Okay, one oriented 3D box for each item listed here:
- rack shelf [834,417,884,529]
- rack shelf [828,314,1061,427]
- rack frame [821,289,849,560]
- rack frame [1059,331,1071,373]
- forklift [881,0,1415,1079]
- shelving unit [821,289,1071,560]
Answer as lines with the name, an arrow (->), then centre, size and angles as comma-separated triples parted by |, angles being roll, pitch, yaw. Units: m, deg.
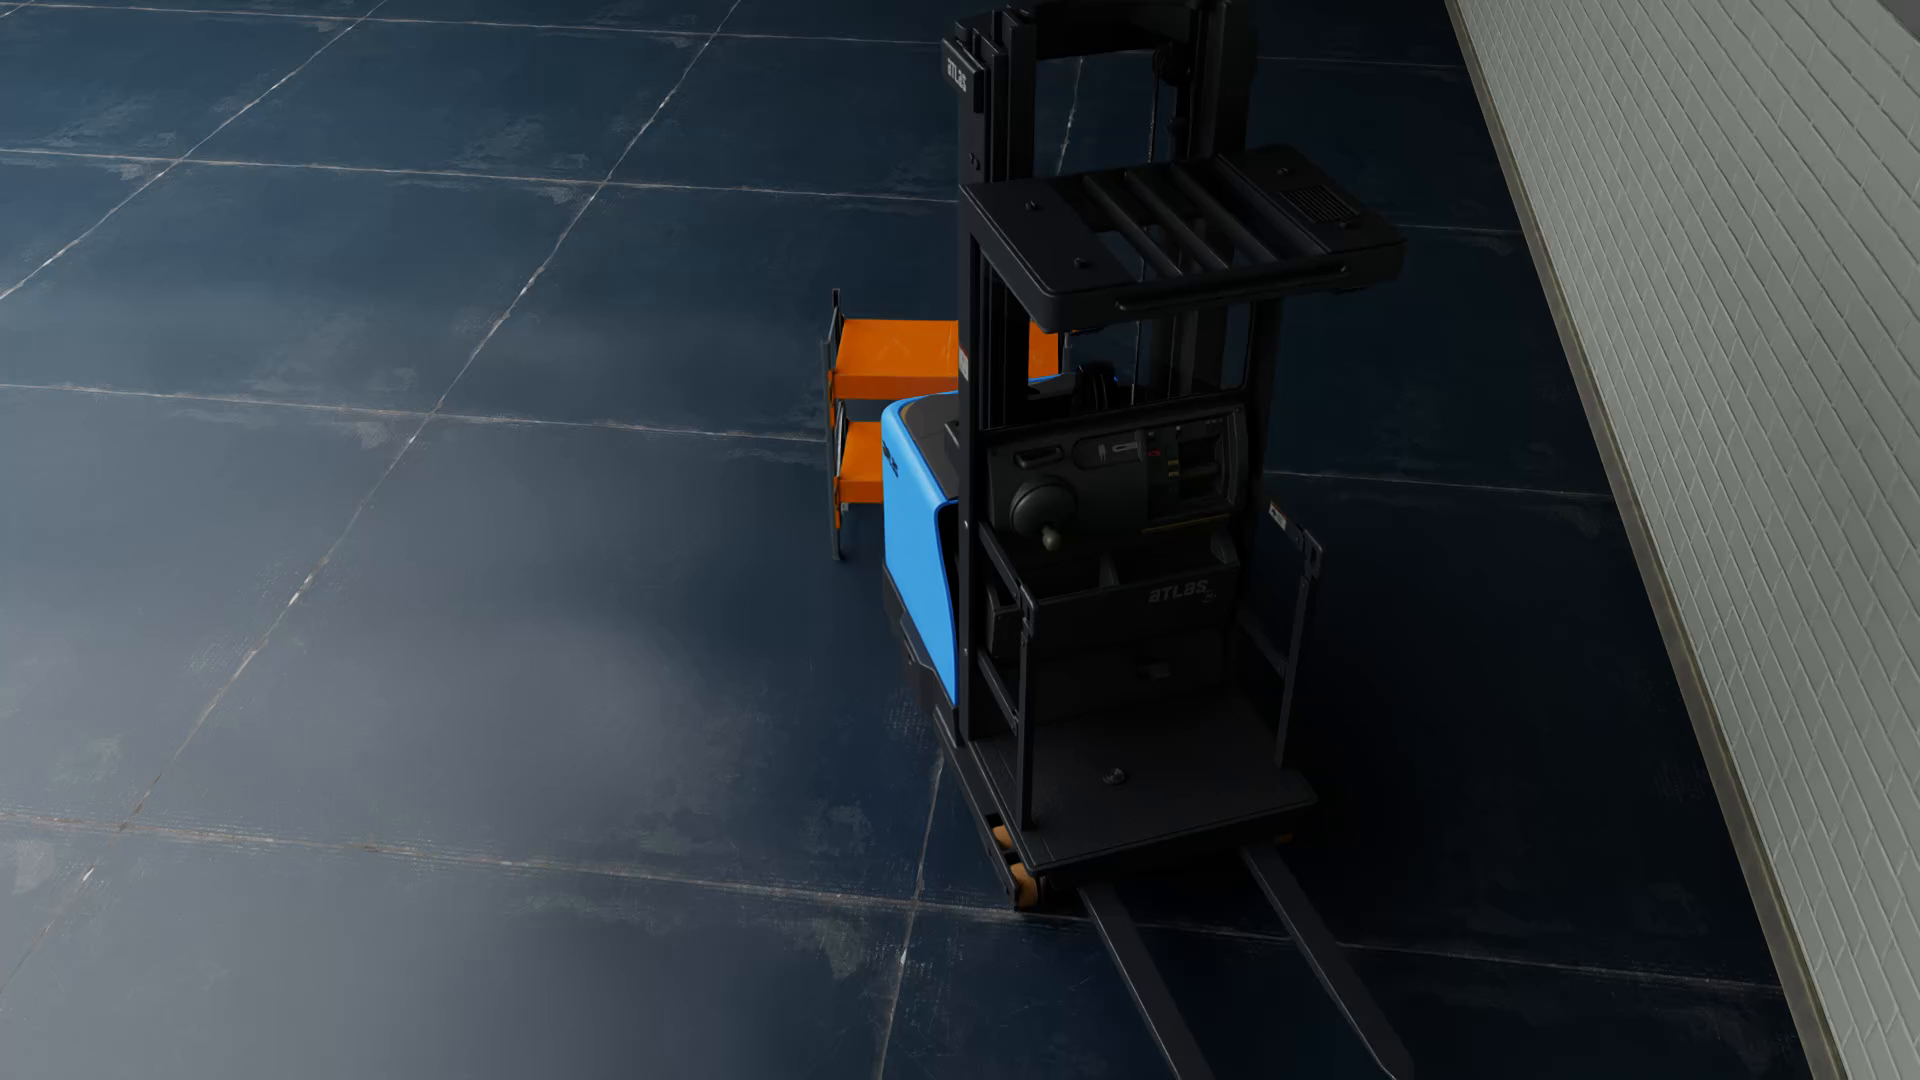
rack shelf -> -0.050, -0.301, 7.624 | 1.000, 0.278, 0.538 | 1, 36, 2
rack shelf -> -0.050, -0.738, 7.312 | 1.000, 0.278, 0.538 | 1, 36, 2
rack frame -> -0.557, -0.512, 7.499 | 0.032, 1.125, 0.500 | 1, 36, 2
rack frame -> 0.458, -0.488, 7.465 | 0.032, 1.125, 0.500 | 1, 36, 2
forklift -> 0.606, -0.149, 5.435 | 1.130, 2.935, 3.031 | -11, 37, -15
shelving unit -> -0.050, -0.500, 7.482 | 1.048, 1.125, 0.538 | 1, 36, 2
